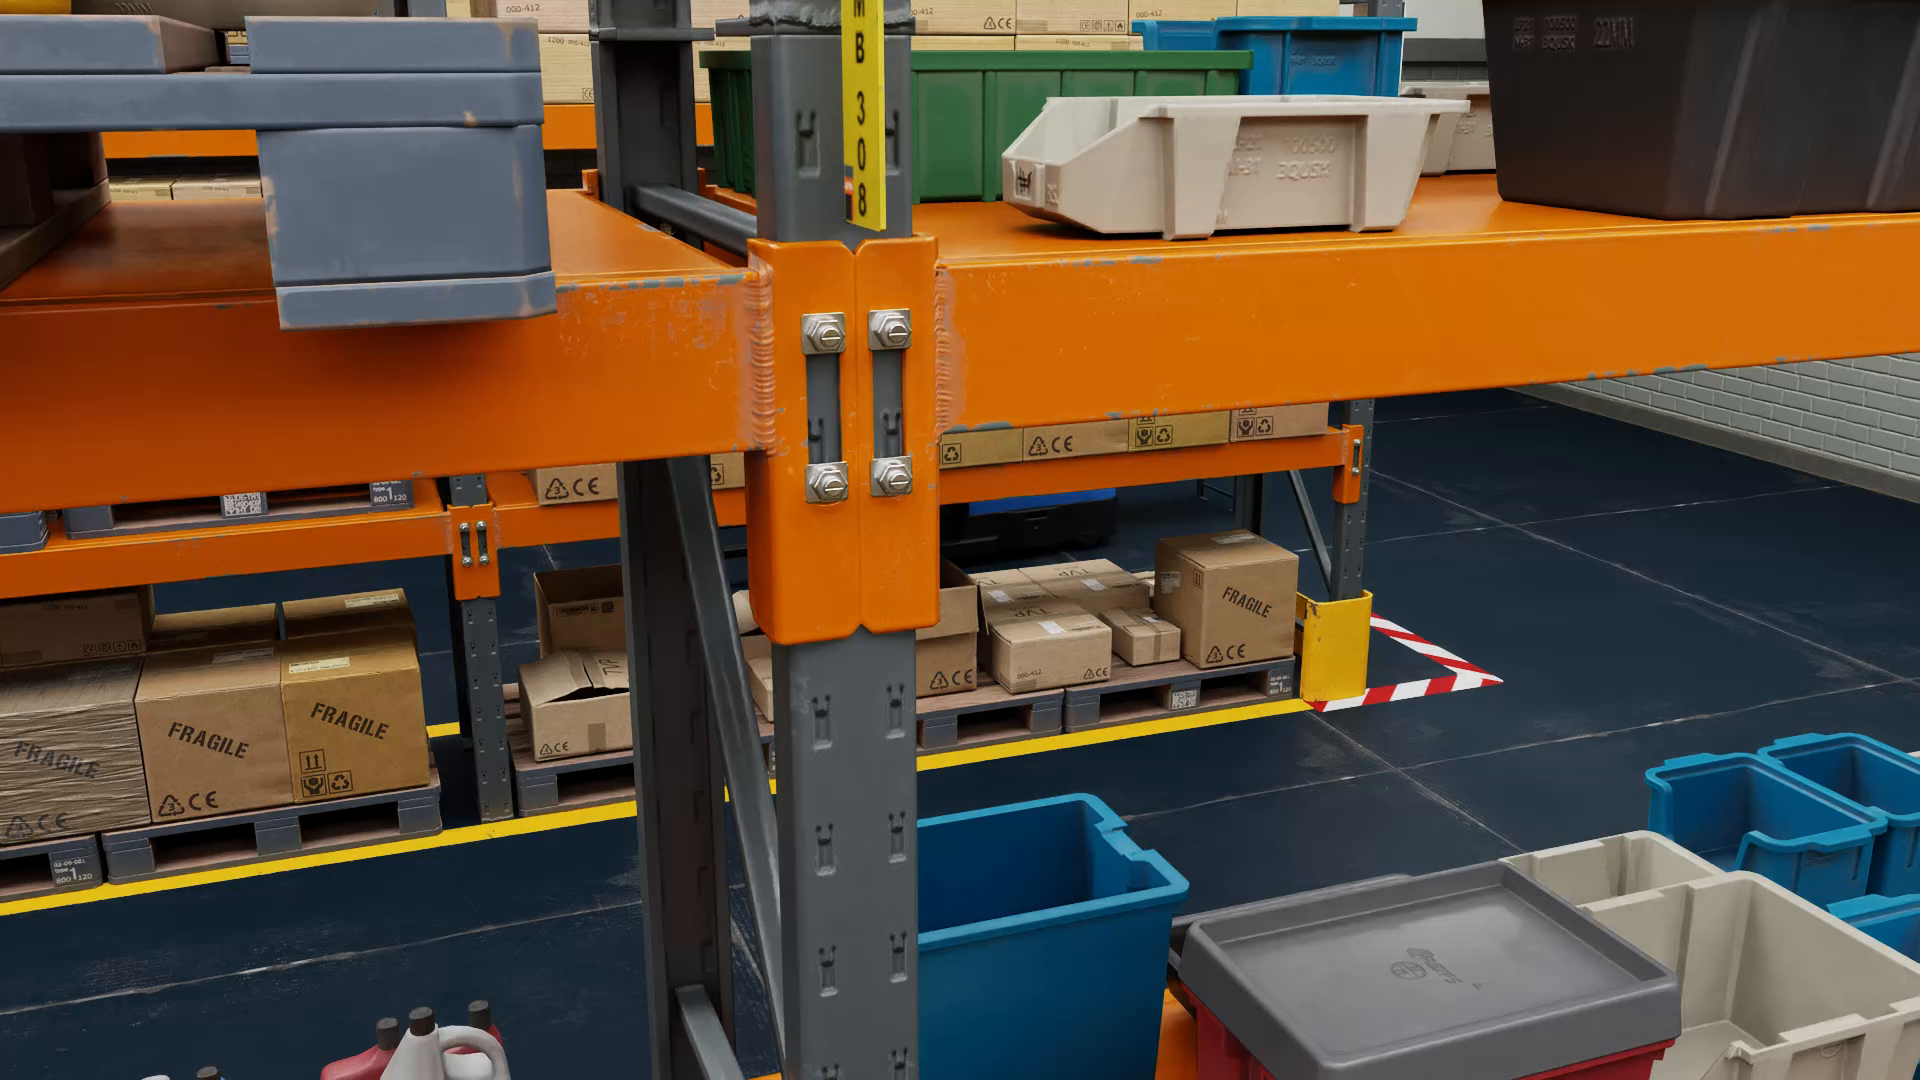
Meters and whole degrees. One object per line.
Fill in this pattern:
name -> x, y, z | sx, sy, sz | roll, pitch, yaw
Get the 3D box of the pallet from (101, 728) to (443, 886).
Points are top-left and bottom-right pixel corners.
pallet -> -2.792, 0.999, 6.823 | 1.213, 0.211, 1.003 | -6, 17, -20

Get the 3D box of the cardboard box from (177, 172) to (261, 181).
cardboard box -> -4.831, -2.262, 10.906 | 0.500, 0.250, 0.500 | -6, 17, -19

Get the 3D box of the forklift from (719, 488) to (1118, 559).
forklift -> -0.569, -1.333, 9.937 | 3.031, 2.935, 1.130 | -7, 18, -23

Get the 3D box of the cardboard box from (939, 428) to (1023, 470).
cardboard box -> -0.053, -0.613, 7.184 | 0.500, 0.500, 0.500 | -6, 18, -21

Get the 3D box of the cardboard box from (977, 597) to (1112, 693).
cardboard box -> 0.372, 0.481, 7.735 | 0.500, 0.250, 0.500 | -6, 17, -20

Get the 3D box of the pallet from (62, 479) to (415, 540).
pallet -> -2.831, -0.287, 6.594 | 1.213, 0.211, 1.003 | -6, 17, -20

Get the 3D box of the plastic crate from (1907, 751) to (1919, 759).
plastic crate -> 2.147, 0.584, 3.647 | 0.298, 0.136, 0.250 | -6, 17, -20

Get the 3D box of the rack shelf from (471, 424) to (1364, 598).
rack shelf -> -0.178, -0.288, 7.531 | 4.000, 0.370, 1.077 | -6, 17, -20

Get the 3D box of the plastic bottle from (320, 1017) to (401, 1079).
plastic bottle -> -0.897, 0.867, 2.531 | 0.133, 0.283, 0.061 | -6, 17, -20

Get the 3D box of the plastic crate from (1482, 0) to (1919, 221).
plastic crate -> 0.981, -0.557, 2.081 | 0.590, 0.269, 0.497 | -6, 17, -20

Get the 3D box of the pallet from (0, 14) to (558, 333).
pallet -> -0.974, -0.372, 1.551 | 1.003, 0.211, 1.213 | -6, 17, -20

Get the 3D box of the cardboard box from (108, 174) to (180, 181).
cardboard box -> -5.297, -2.210, 10.729 | 0.500, 0.250, 0.500 | -7, 18, -22

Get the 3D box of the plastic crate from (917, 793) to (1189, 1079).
plastic crate -> 0.037, 0.714, 2.764 | 0.575, 0.384, 0.392 | -6, 17, -20

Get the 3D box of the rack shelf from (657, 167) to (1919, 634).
rack shelf -> 1.591, -0.423, 2.669 | 4.000, 0.370, 1.077 | -6, 17, -20

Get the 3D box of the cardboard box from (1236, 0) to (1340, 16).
cardboard box -> 1.301, -2.323, 7.240 | 0.500, 0.250, 0.500 | -6, 17, -20

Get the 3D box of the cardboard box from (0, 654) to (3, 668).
cardboard box -> -3.987, 0.333, 6.464 | 0.500, 0.250, 0.500 | -7, 18, -21

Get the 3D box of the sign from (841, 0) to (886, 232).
sign -> -0.082, -0.426, 1.387 | 0.005, 0.325, 0.100 | -6, 17, -20

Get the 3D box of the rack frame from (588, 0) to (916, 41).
rack frame -> -0.277, -2.006, 1.459 | 0.127, 3.000, 1.000 | -6, 17, -20

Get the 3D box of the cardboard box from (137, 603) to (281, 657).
cardboard box -> -3.079, 0.598, 6.893 | 0.500, 0.500, 0.500 | -6, 17, -19

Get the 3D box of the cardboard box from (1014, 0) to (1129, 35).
cardboard box -> 0.366, -2.223, 6.900 | 0.500, 0.250, 0.500 | -6, 17, -20

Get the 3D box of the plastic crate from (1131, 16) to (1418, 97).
plastic crate -> 0.459, -0.662, 2.503 | 0.300, 0.233, 0.416 | -6, 17, -20

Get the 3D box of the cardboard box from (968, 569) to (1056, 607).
cardboard box -> 0.146, 0.355, 8.166 | 0.500, 0.250, 0.500 | -6, 17, -20

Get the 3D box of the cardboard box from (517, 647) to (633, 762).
cardboard box -> -1.576, 0.662, 7.010 | 0.500, 0.311, 0.500 | -6, 17, -20

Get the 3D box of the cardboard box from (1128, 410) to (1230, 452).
cardboard box -> 0.885, -0.713, 7.524 | 0.500, 0.500, 0.500 | -6, 17, -20

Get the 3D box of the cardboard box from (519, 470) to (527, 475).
cardboard box -> -1.671, -0.597, 7.131 | 0.500, 0.500, 0.500 | -6, 17, -19

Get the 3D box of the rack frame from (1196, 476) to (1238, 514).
rack frame -> 1.769, -0.957, 11.194 | 0.032, 1.500, 0.500 | -7, 18, -24

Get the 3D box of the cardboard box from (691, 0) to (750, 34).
cardboard box -> -1.037, -2.073, 6.389 | 0.500, 0.250, 0.500 | -6, 17, -20

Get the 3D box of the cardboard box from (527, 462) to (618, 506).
cardboard box -> -1.472, -0.459, 6.660 | 0.500, 0.500, 0.500 | -6, 17, -19

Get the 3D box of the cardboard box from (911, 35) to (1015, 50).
cardboard box -> -0.102, -1.933, 6.800 | 0.500, 0.250, 0.500 | -6, 17, -20

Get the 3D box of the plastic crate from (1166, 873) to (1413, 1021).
plastic crate -> 0.672, 0.792, 2.959 | 0.590, 0.125, 0.437 | -6, 17, -20

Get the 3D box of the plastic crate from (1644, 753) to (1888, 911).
plastic crate -> 1.600, 0.622, 3.347 | 0.300, 0.233, 0.416 | -6, 17, -20

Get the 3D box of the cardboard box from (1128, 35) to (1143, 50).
cardboard box -> 0.833, -2.033, 7.141 | 0.500, 0.250, 0.500 | -6, 17, -20

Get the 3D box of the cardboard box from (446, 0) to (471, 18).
cardboard box -> -3.082, -3.351, 10.706 | 0.500, 0.250, 0.500 | -6, 17, -20

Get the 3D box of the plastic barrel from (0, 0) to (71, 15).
plastic barrel -> -1.057, -0.713, 1.300 | 0.600, 0.588, 0.600 | 0, 16, 0

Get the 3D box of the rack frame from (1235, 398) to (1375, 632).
rack frame -> 1.689, -0.835, 8.117 | 0.127, 3.000, 1.000 | -6, 17, -20

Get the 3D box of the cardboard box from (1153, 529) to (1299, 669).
cardboard box -> 1.270, 0.273, 7.999 | 0.500, 0.500, 0.500 | -6, 17, -20

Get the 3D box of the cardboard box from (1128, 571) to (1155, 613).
cardboard box -> 0.942, 0.291, 8.532 | 0.250, 0.166, 0.380 | -6, 17, -20

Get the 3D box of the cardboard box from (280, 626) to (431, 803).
cardboard box -> -2.404, 0.682, 6.607 | 0.500, 0.500, 0.500 | -6, 17, -20

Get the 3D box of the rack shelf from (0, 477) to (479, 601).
rack shelf -> -3.913, 0.116, 6.158 | 4.000, 0.370, 1.077 | -6, 17, -20

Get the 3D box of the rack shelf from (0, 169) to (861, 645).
rack shelf -> -2.144, -0.020, 1.296 | 4.000, 0.370, 1.077 | -6, 17, -20

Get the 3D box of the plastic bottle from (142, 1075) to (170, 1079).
plastic bottle -> -1.187, 0.915, 2.378 | 0.135, 0.276, 0.152 | -6, 17, -20

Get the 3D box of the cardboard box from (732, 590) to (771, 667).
cardboard box -> -0.915, 0.440, 7.767 | 0.500, 0.311, 0.500 | -6, 17, -20

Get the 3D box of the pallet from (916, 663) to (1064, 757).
pallet -> -0.263, 0.714, 7.794 | 1.213, 0.211, 1.003 | -6, 17, -20

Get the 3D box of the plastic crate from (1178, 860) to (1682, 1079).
plastic crate -> 0.647, 0.789, 2.368 | 0.583, 0.464, 0.402 | -6, 17, -20

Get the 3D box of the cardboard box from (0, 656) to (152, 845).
cardboard box -> -3.337, 0.780, 6.273 | 0.500, 0.500, 0.500 | -6, 17, -19

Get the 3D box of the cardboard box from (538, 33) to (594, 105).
cardboard box -> -1.503, -1.782, 6.287 | 0.500, 0.250, 0.500 | -6, 17, -20

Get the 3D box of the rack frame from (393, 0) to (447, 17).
rack frame -> -2.046, -3.310, 5.898 | 0.127, 3.000, 1.000 | -6, 17, -20

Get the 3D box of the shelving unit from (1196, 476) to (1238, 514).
shelving unit -> 1.307, -0.897, 10.991 | 1.048, 1.500, 0.538 | -7, 18, -24
